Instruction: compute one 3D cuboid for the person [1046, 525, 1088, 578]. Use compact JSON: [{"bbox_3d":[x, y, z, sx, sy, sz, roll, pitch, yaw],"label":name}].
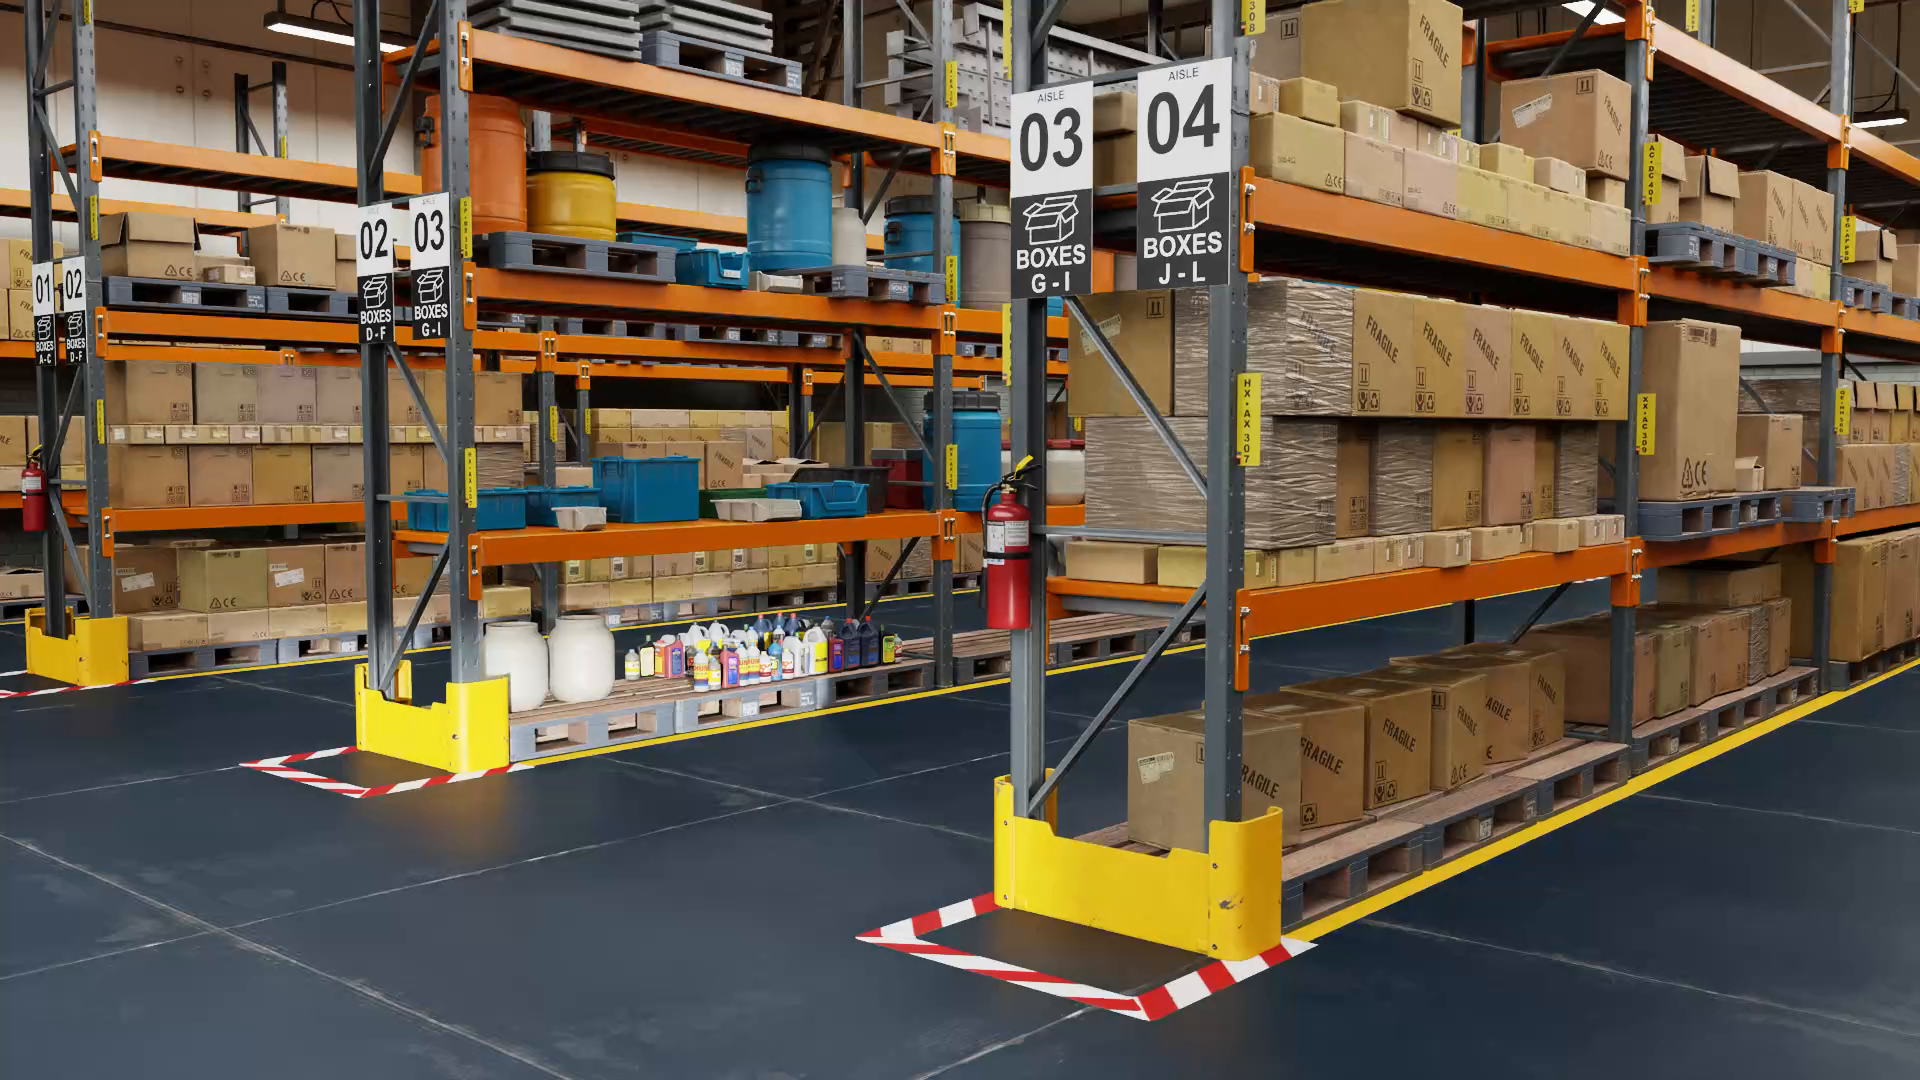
[{"bbox_3d":[1.127,0.030,17.565,0.415,1.474,0.756,3,5,40],"label":"person"}]
